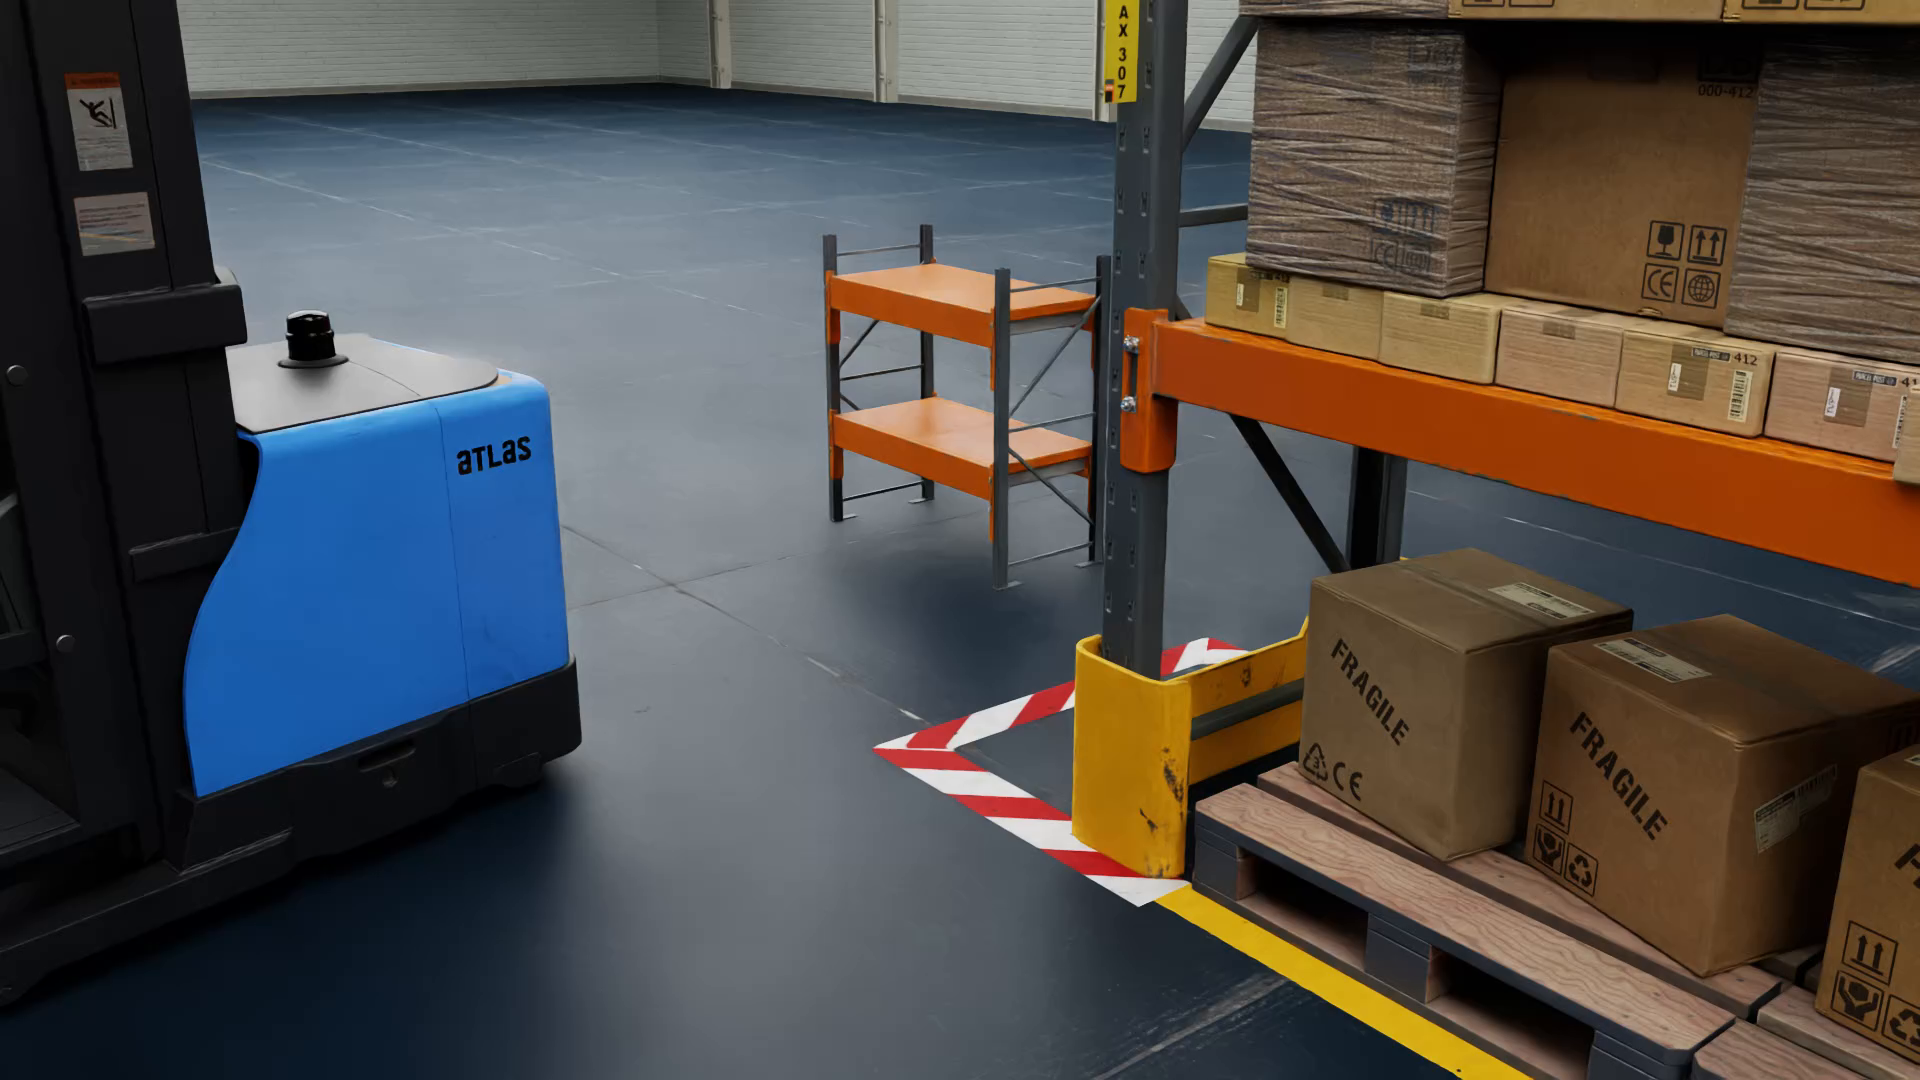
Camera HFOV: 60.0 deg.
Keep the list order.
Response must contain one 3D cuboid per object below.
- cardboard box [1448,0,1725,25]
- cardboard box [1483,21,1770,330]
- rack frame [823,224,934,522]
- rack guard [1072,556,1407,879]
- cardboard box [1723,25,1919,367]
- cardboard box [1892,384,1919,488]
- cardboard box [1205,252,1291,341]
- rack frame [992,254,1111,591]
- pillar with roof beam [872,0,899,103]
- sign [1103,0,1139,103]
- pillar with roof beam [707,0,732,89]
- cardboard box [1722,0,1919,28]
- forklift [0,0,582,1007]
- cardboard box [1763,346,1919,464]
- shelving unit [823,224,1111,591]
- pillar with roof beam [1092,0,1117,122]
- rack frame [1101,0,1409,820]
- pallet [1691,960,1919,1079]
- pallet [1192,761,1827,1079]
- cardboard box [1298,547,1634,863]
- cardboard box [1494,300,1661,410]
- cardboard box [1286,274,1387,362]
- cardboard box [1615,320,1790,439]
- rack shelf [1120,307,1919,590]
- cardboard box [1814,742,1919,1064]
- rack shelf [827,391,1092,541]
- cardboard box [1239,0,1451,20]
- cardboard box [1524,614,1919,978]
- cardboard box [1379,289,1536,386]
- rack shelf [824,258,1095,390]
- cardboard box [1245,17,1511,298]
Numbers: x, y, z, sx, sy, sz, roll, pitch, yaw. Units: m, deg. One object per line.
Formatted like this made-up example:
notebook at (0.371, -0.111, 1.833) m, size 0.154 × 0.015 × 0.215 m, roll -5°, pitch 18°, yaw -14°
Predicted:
cardboard box at (1.203, -1.137, 2.803) m, size 0.500 × 0.500 × 0.500 m, roll -14°, pitch 23°, yaw -36°
cardboard box at (1.495, -0.735, 3.179) m, size 0.875 × 0.500 × 0.500 m, roll -14°, pitch 23°, yaw -36°
rack frame at (-0.311, -0.658, 6.559) m, size 0.500 × 1.125 × 0.032 m, roll -14°, pitch 23°, yaw -36°
rack guard at (0.818, 0.418, 4.305) m, size 1.175 × 0.500 × 0.348 m, roll -14°, pitch 23°, yaw -36°
cardboard box at (1.772, -0.604, 2.782) m, size 0.875 × 0.500 × 0.500 m, roll -14°, pitch 23°, yaw -36°
cardboard box at (1.616, -0.163, 2.482) m, size 0.380 × 0.149 × 0.250 m, roll -14°, pitch 23°, yaw -36°
cardboard box at (0.761, -0.551, 3.656) m, size 0.380 × 0.149 × 0.250 m, roll -14°, pitch 23°, yaw -36°
rack frame at (0.320, -0.407, 5.802) m, size 0.500 × 1.125 × 0.032 m, roll -14°, pitch 23°, yaw -36°
pillar with roof beam at (-4.744, -11.606, 27.096) m, size 9.100 × 9.000 × 0.400 m, roll -14°, pitch 23°, yaw -36°
sign at (0.345, -1.092, 3.513) m, size 0.100 × 0.325 × 0.005 m, roll -14°, pitch 23°, yaw -36°
pillar with roof beam at (-8.469, -13.084, 31.561) m, size 9.100 × 9.000 × 0.400 m, roll -14°, pitch 23°, yaw -36°
cardboard box at (1.515, -1.015, 2.432) m, size 0.500 × 0.500 × 0.500 m, roll -14°, pitch 23°, yaw -36°
forklift at (-2.359, -0.524, 3.282) m, size 1.130 × 2.935 × 3.031 m, roll 15°, pitch 24°, yaw 38°
cardboard box at (1.542, -0.245, 2.729) m, size 0.380 × 0.149 × 0.250 m, roll -14°, pitch 23°, yaw -36°
shelving unit at (0.004, -0.532, 6.181) m, size 0.538 × 1.125 × 1.048 m, roll -14°, pitch 23°, yaw -36°
pillar with roof beam at (-1.019, -10.127, 22.631) m, size 9.100 × 9.000 × 0.400 m, roll -14°, pitch 23°, yaw -36°
rack frame at (0.771, -0.787, 3.969) m, size 1.000 × 3.000 × 0.127 m, roll -14°, pitch 23°, yaw -36°
pallet at (2.048, 1.063, 2.818) m, size 1.003 × 0.211 × 1.213 m, roll -14°, pitch 23°, yaw -36°
pallet at (1.294, 0.762, 3.725) m, size 1.003 × 0.211 × 1.213 m, roll -14°, pitch 23°, yaw -36°
cardboard box at (1.145, 0.357, 3.821) m, size 0.500 × 0.500 × 0.500 m, roll -9°, pitch 20°, yaw -26°
cardboard box at (1.216, -0.364, 3.090) m, size 0.380 × 0.149 × 0.250 m, roll -14°, pitch 23°, yaw -36°
cardboard box at (0.901, -0.486, 3.458) m, size 0.380 × 0.149 × 0.250 m, roll -14°, pitch 23°, yaw -36°
cardboard box at (1.365, -0.301, 2.899) m, size 0.380 × 0.149 × 0.250 m, roll -14°, pitch 23°, yaw -36°
rack shelf at (2.012, 0.047, 2.593) m, size 1.077 × 0.370 × 4.000 m, roll -14°, pitch 23°, yaw -36°
cardboard box at (1.917, 0.656, 2.919) m, size 0.500 × 0.500 × 0.500 m, roll -12°, pitch 22°, yaw -31°
rack shelf at (0.004, -0.300, 6.258) m, size 0.538 × 0.278 × 1.000 m, roll -14°, pitch 23°, yaw -36°
cardboard box at (0.898, -1.262, 3.179) m, size 0.500 × 0.500 × 0.500 m, roll -14°, pitch 23°, yaw -36°
cardboard box at (1.543, 0.498, 3.396) m, size 0.500 × 0.500 × 0.500 m, roll -8°, pitch 20°, yaw -22°
cardboard box at (1.044, -0.422, 3.263) m, size 0.380 × 0.149 × 0.250 m, roll -14°, pitch 23°, yaw -36°
rack shelf at (0.004, -0.810, 6.089) m, size 0.538 × 0.278 × 1.000 m, roll -14°, pitch 23°, yaw -36°
cardboard box at (1.090, -0.835, 3.481) m, size 0.875 × 0.500 × 0.500 m, roll -14°, pitch 23°, yaw -36°
